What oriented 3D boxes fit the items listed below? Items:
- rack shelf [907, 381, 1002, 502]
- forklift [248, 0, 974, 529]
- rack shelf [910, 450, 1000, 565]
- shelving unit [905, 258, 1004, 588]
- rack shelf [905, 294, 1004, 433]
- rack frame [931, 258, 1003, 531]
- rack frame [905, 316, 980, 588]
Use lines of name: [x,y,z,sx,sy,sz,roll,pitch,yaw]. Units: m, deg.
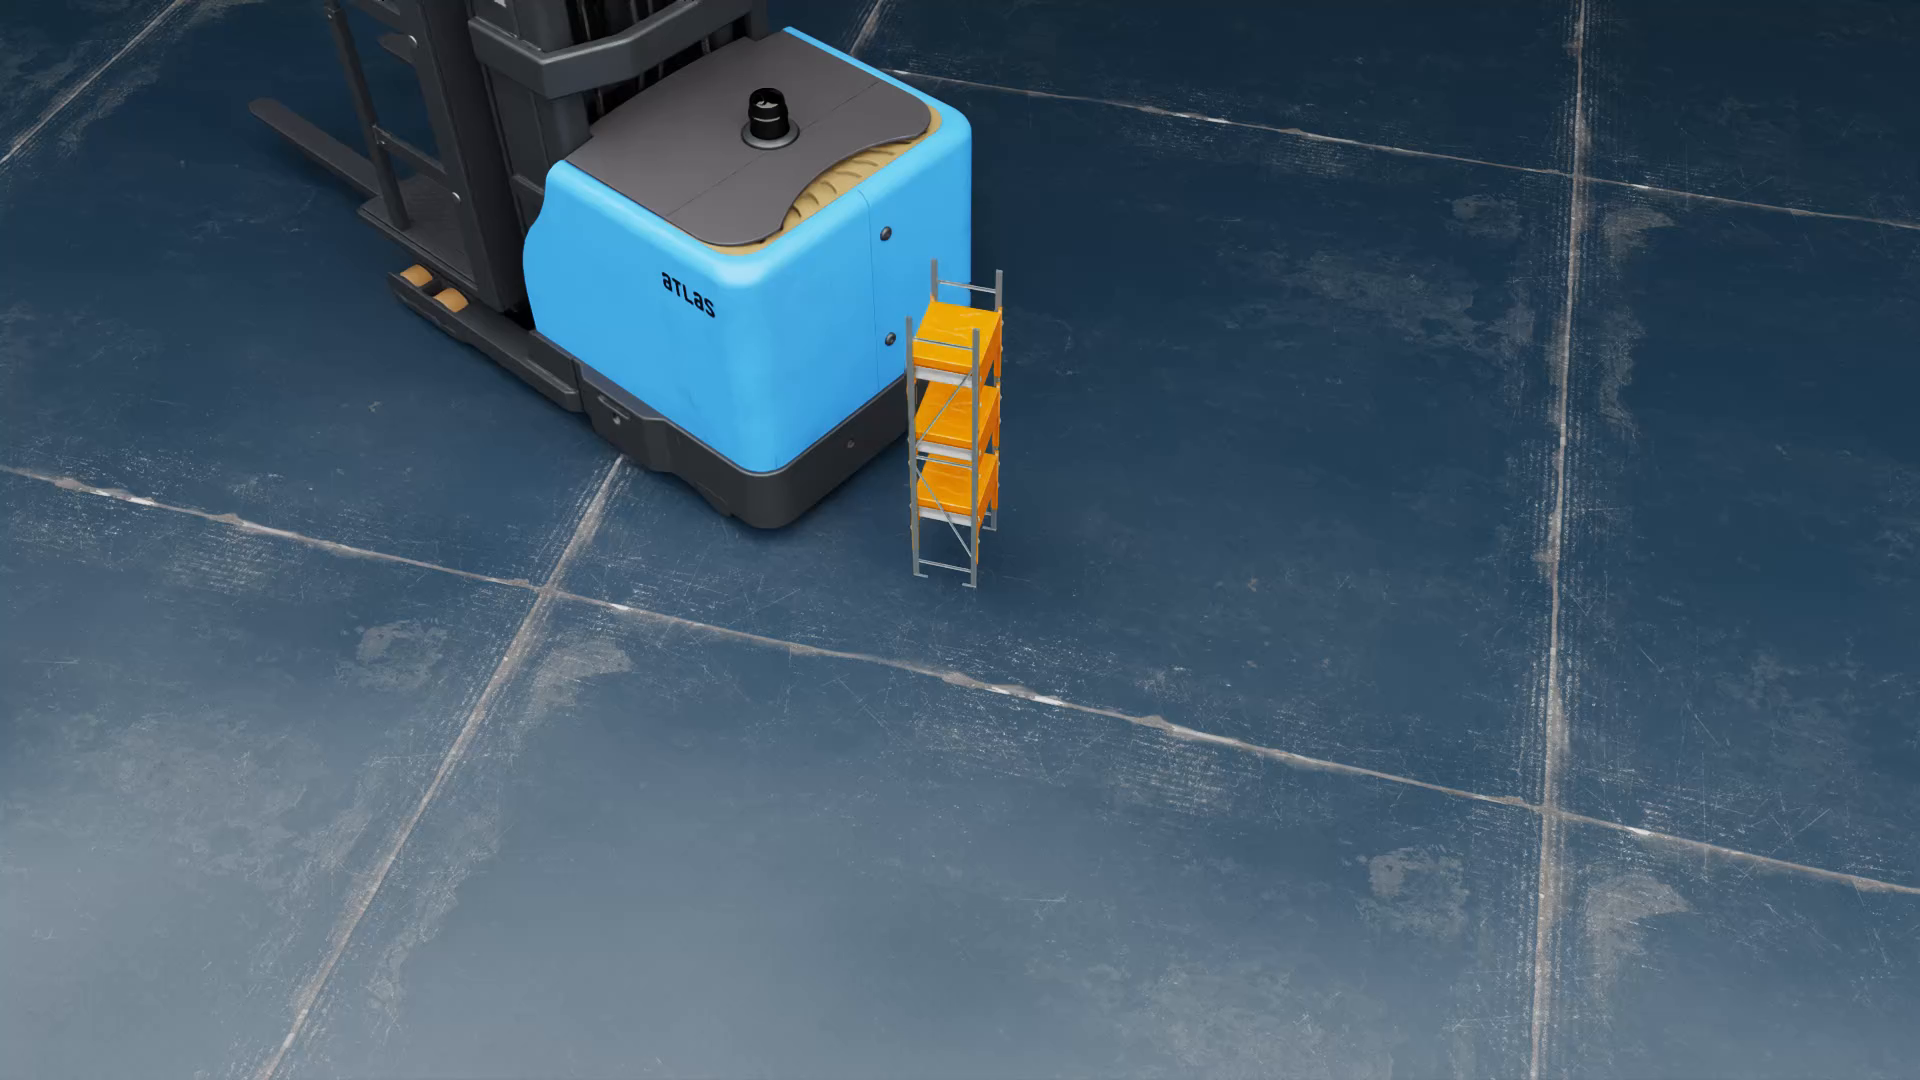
rack shelf: [-0.014,-0.302,4.830,0.215,0.259,0.240,12,50,10]
forklift: [-1.396,-1.961,5.026,3.031,2.935,1.130,33,56,26]
rack shelf: [-0.014,-0.118,5.039,0.215,0.259,0.240,12,50,10]
shelving unit: [-0.014,-0.309,4.822,0.215,1.050,0.252,12,50,10]
rack shelf: [-0.014,-0.489,4.617,0.215,0.259,0.240,12,50,10]
rack frame: [0.018,-0.397,4.900,0.200,1.050,0.008,12,50,10]
rack frame: [-0.046,-0.220,4.744,0.200,1.050,0.008,12,50,10]
